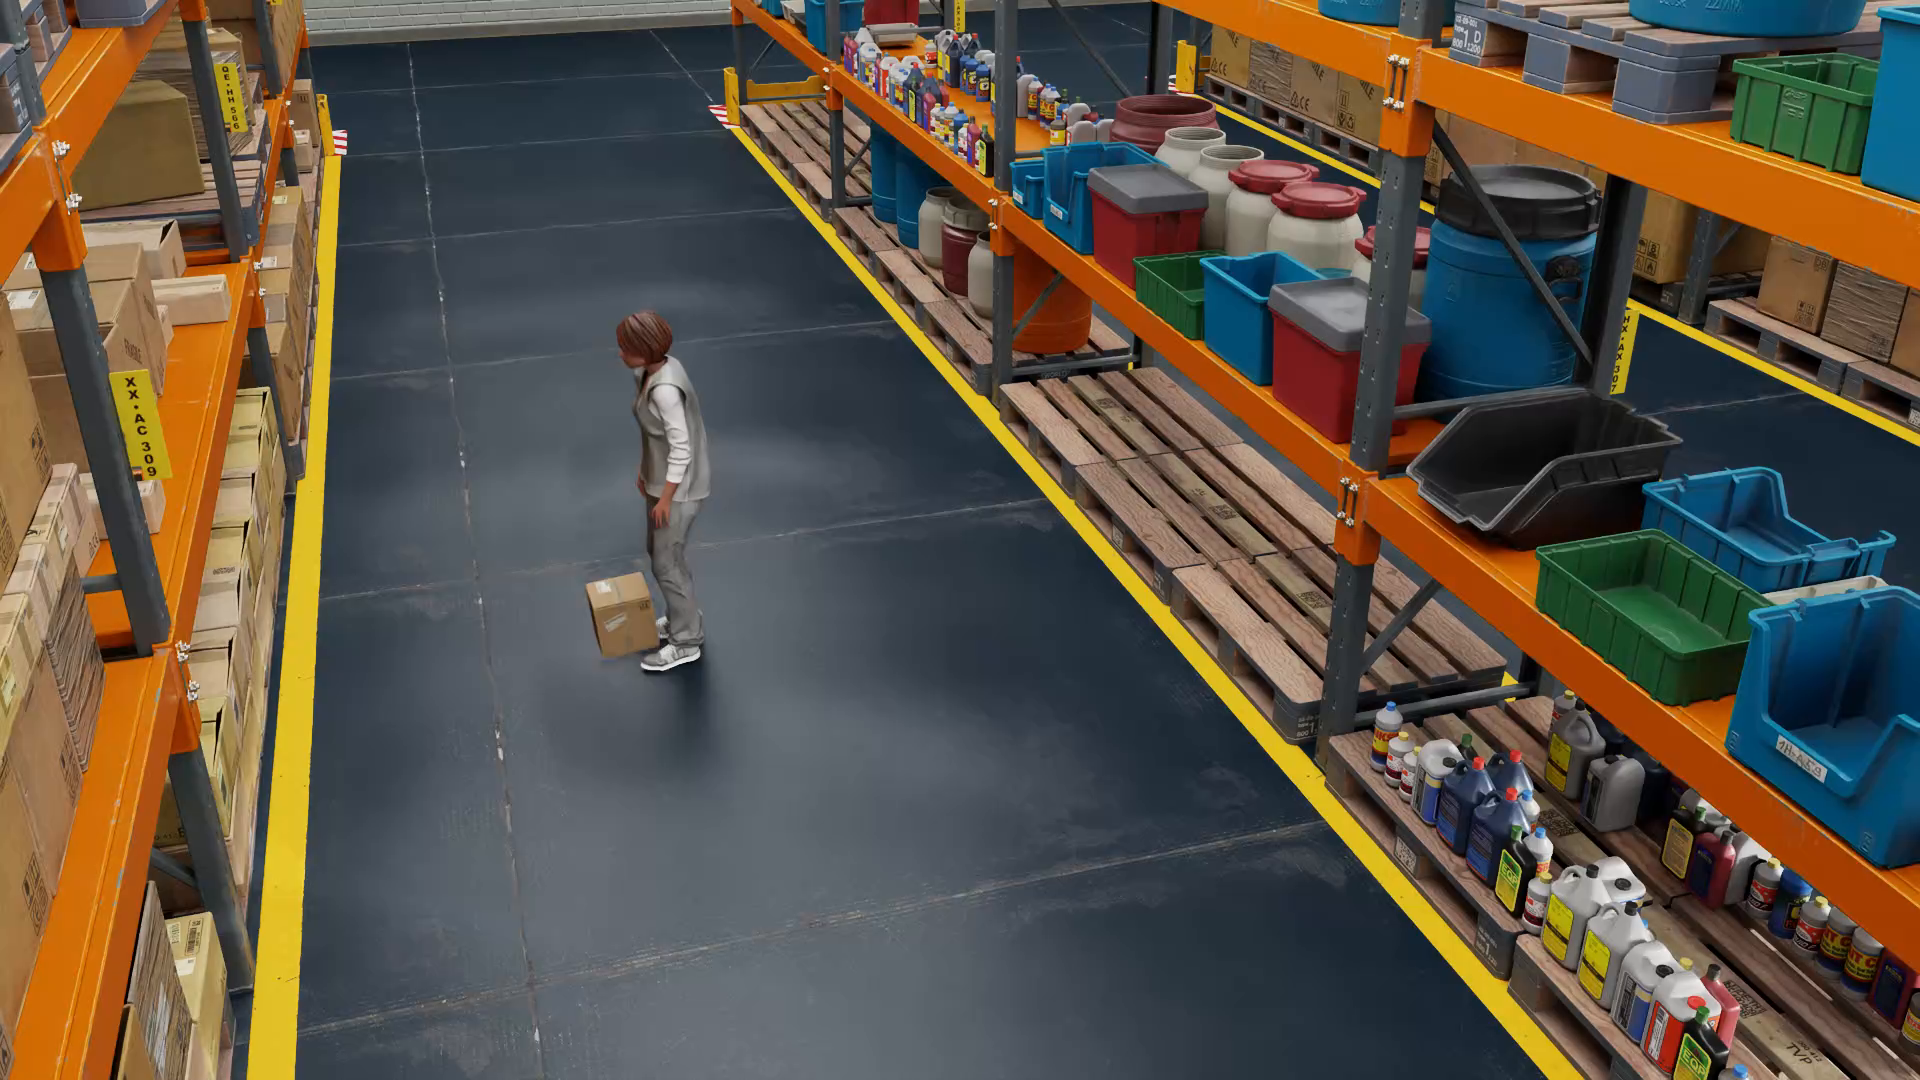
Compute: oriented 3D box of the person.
[{"bbox_3d":[-1.252,-0.213,7.049,0.374,1.595,0.458,-9,28,-18],"label":"person"}]
